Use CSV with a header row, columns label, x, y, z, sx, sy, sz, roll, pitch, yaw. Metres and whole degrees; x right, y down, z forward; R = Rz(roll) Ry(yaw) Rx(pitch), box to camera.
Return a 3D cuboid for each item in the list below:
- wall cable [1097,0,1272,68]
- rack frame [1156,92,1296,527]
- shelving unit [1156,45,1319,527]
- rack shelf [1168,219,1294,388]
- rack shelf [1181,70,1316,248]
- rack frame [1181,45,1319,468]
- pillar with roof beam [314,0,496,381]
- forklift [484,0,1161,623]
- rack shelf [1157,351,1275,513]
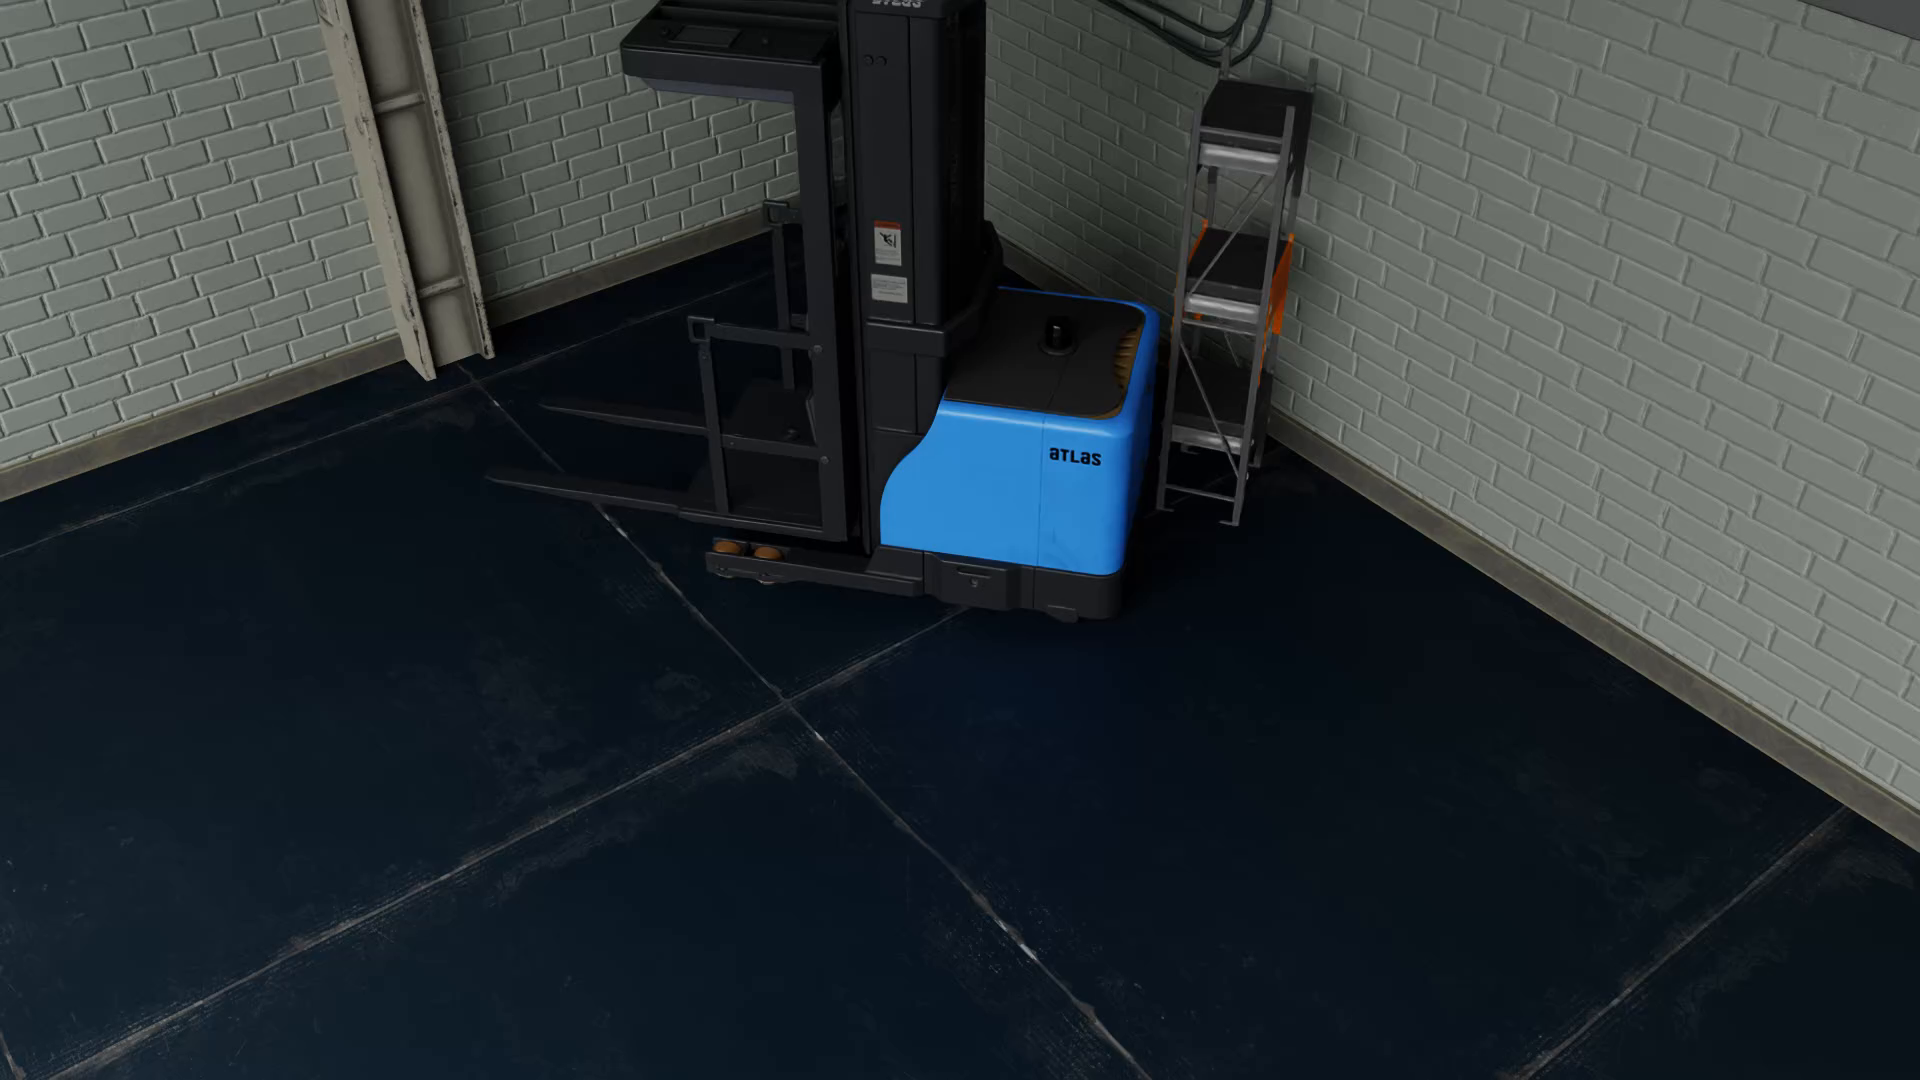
label,x,y,z,sx,sy,sz,roll,pitch,yaw
wall cable,0.394,-3.744,7.667,0.112,2.526,3.097,-26,46,-28
rack frame,1.124,-0.921,7.217,0.400,2.100,0.015,13,41,15
shelving unit,1.207,-1.067,7.395,0.431,2.100,0.503,13,41,15
rack shelf,1.207,-1.056,7.403,0.431,0.518,0.480,13,41,15
rack shelf,1.207,-1.597,6.959,0.431,0.518,0.480,13,41,15
rack frame,1.289,-1.212,7.572,0.400,2.100,0.015,13,41,15
pillar with roof beam,-0.124,-2.306,3.466,0.400,9.000,9.100,-26,46,-28
forklift,-0.674,-1.254,6.968,3.031,2.935,1.130,8,40,10
rack shelf,1.207,-0.515,7.847,0.431,0.518,0.480,13,41,15
